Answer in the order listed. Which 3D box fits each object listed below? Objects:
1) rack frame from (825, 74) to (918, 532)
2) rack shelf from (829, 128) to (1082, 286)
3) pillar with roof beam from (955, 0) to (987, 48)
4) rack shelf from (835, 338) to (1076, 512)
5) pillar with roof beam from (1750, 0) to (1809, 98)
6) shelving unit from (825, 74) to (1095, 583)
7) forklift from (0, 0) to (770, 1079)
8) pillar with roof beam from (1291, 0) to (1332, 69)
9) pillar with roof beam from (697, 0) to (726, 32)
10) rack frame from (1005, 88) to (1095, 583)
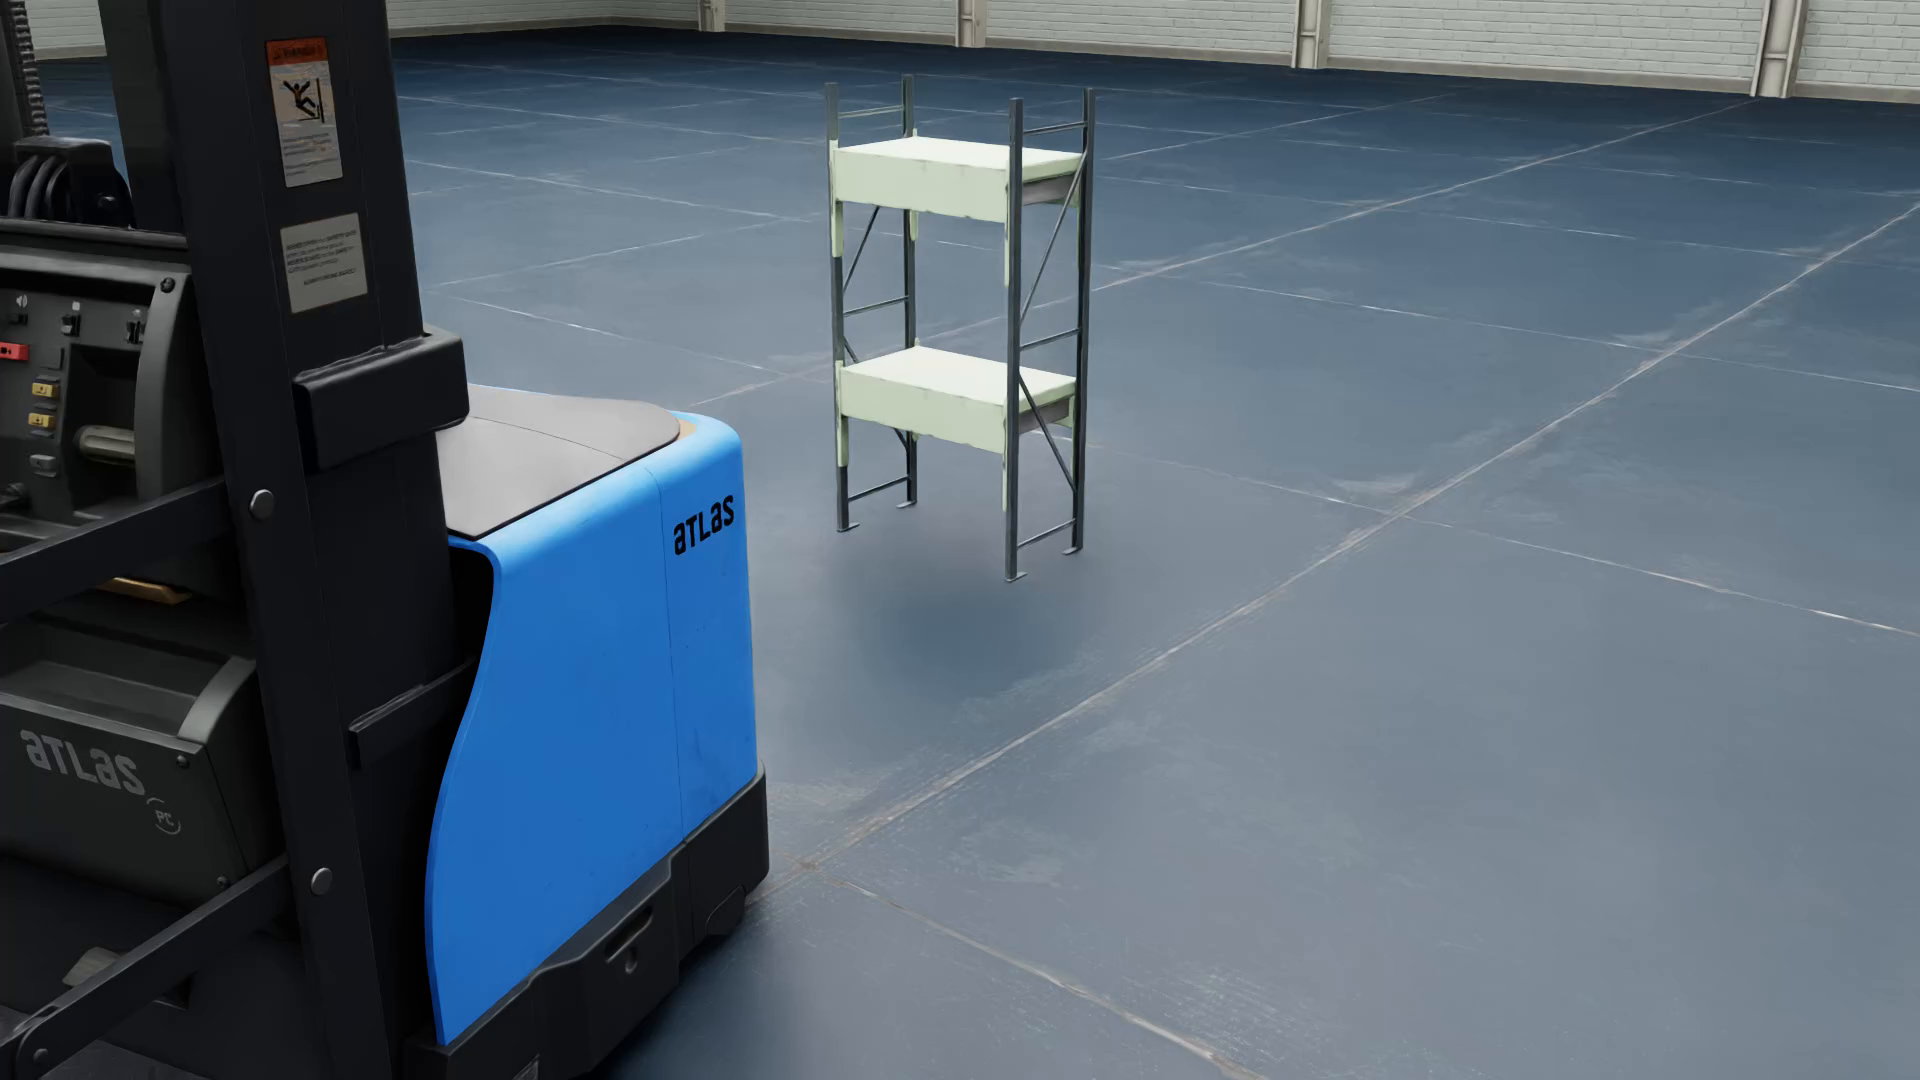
[{"bbox_3d":[-0.289,-0.785,5.624,0.023,1.500,0.400,16,26,36],"label":"rack frame"},{"bbox_3d":[-0.005,-1.068,5.270,0.720,0.370,0.431,16,26,36],"label":"rack shelf"},{"bbox_3d":[-2.549,-10.893,21.800,0.400,9.000,9.100,16,26,36],"label":"pillar with roof beam"},{"bbox_3d":[-0.005,-0.398,5.523,0.720,0.370,0.431,16,26,36],"label":"rack shelf"},{"bbox_3d":[6.748,-8.215,14.700,0.400,9.000,9.100,16,26,36],"label":"pillar with roof beam"},{"bbox_3d":[-0.005,-0.703,5.407,0.755,1.500,0.431,16,26,36],"label":"shelving unit"},{"bbox_3d":[-1.470,-0.200,2.045,1.130,2.935,3.031,9,22,22],"label":"forklift"},{"bbox_3d":[2.100,-9.554,18.250,0.400,9.000,9.100,16,26,36],"label":"pillar with roof beam"},{"bbox_3d":[-7.197,-12.231,25.350,0.400,9.000,9.100,16,26,36],"label":"pillar with roof beam"},{"bbox_3d":[0.278,-0.622,5.191,0.023,1.500,0.400,16,26,36],"label":"rack frame"}]
